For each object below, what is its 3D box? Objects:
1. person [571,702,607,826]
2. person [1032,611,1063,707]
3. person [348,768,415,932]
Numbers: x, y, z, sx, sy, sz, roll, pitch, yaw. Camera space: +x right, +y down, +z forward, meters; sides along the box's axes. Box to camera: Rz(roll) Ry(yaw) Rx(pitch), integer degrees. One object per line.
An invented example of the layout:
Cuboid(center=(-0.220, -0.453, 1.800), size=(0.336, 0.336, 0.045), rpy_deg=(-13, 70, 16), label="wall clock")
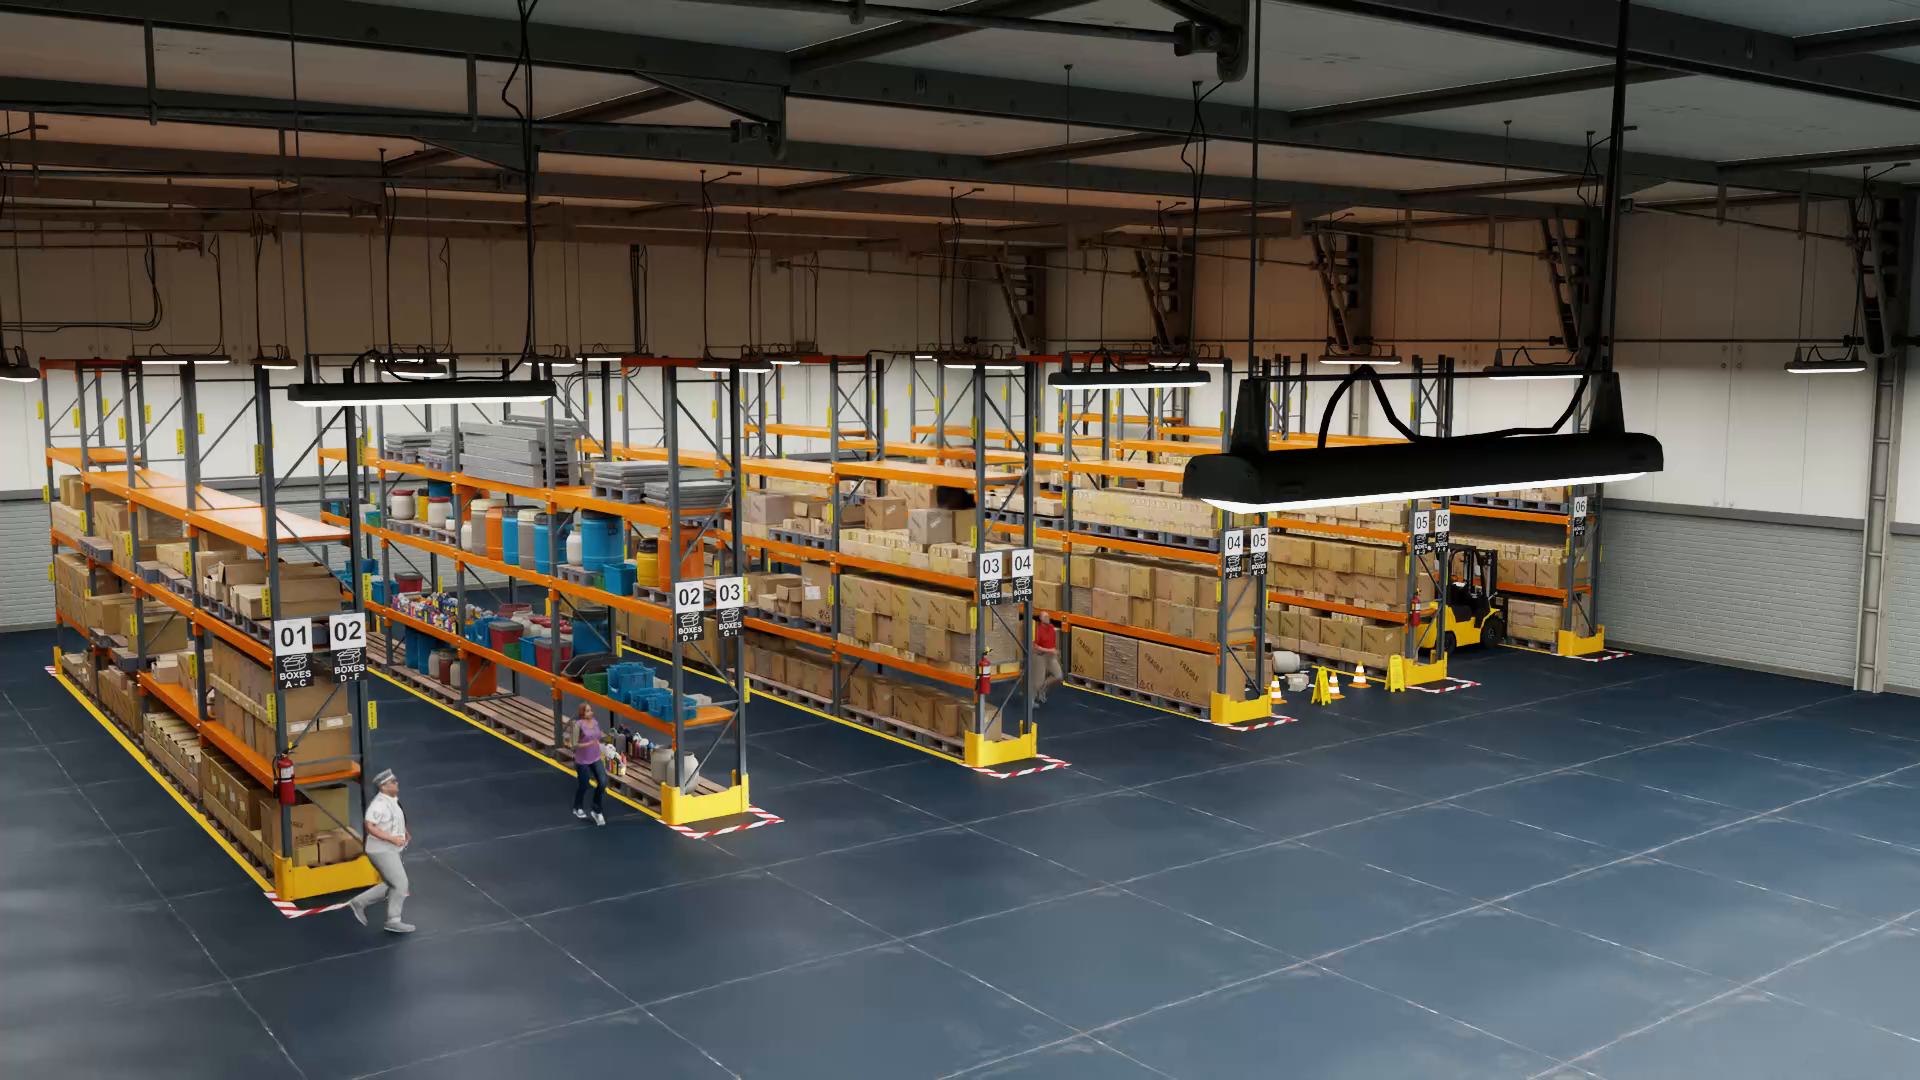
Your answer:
Cuboid(center=(-4.858, 2.930, 21.779), size=(0.514, 1.639, 0.666), rpy_deg=(-7, 9, -43), label="person")
Cuboid(center=(1.482, 2.057, 28.657), size=(0.687, 1.672, 0.769), rpy_deg=(-6, 9, -42), label="person")
Cuboid(center=(-6.254, 3.336, 17.963), size=(0.708, 1.744, 0.705), rpy_deg=(-1, 7, -7), label="person")
